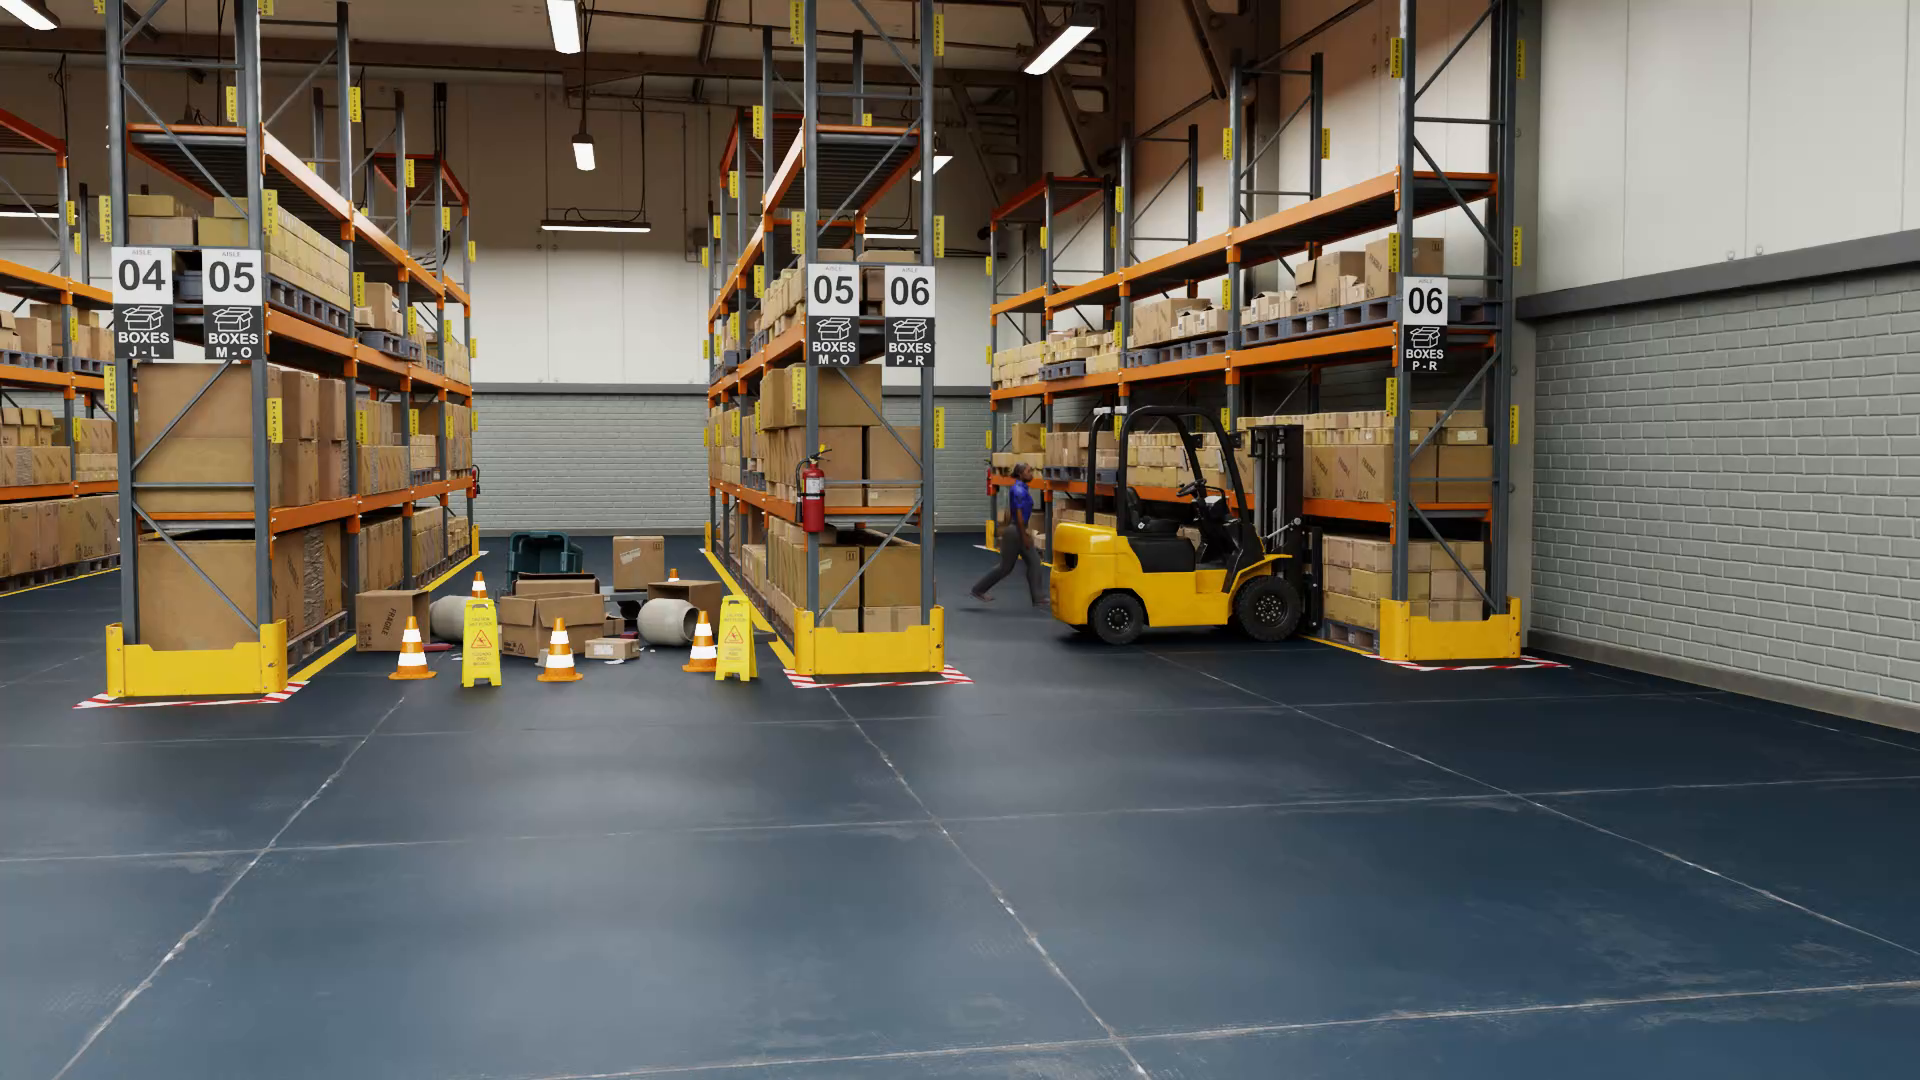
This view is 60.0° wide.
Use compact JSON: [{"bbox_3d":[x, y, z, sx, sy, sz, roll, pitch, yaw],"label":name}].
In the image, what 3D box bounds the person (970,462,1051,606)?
[{"bbox_3d":[0.601,-0.063,18.390,0.986,1.607,0.464,0,3,6],"label":"person"}]
